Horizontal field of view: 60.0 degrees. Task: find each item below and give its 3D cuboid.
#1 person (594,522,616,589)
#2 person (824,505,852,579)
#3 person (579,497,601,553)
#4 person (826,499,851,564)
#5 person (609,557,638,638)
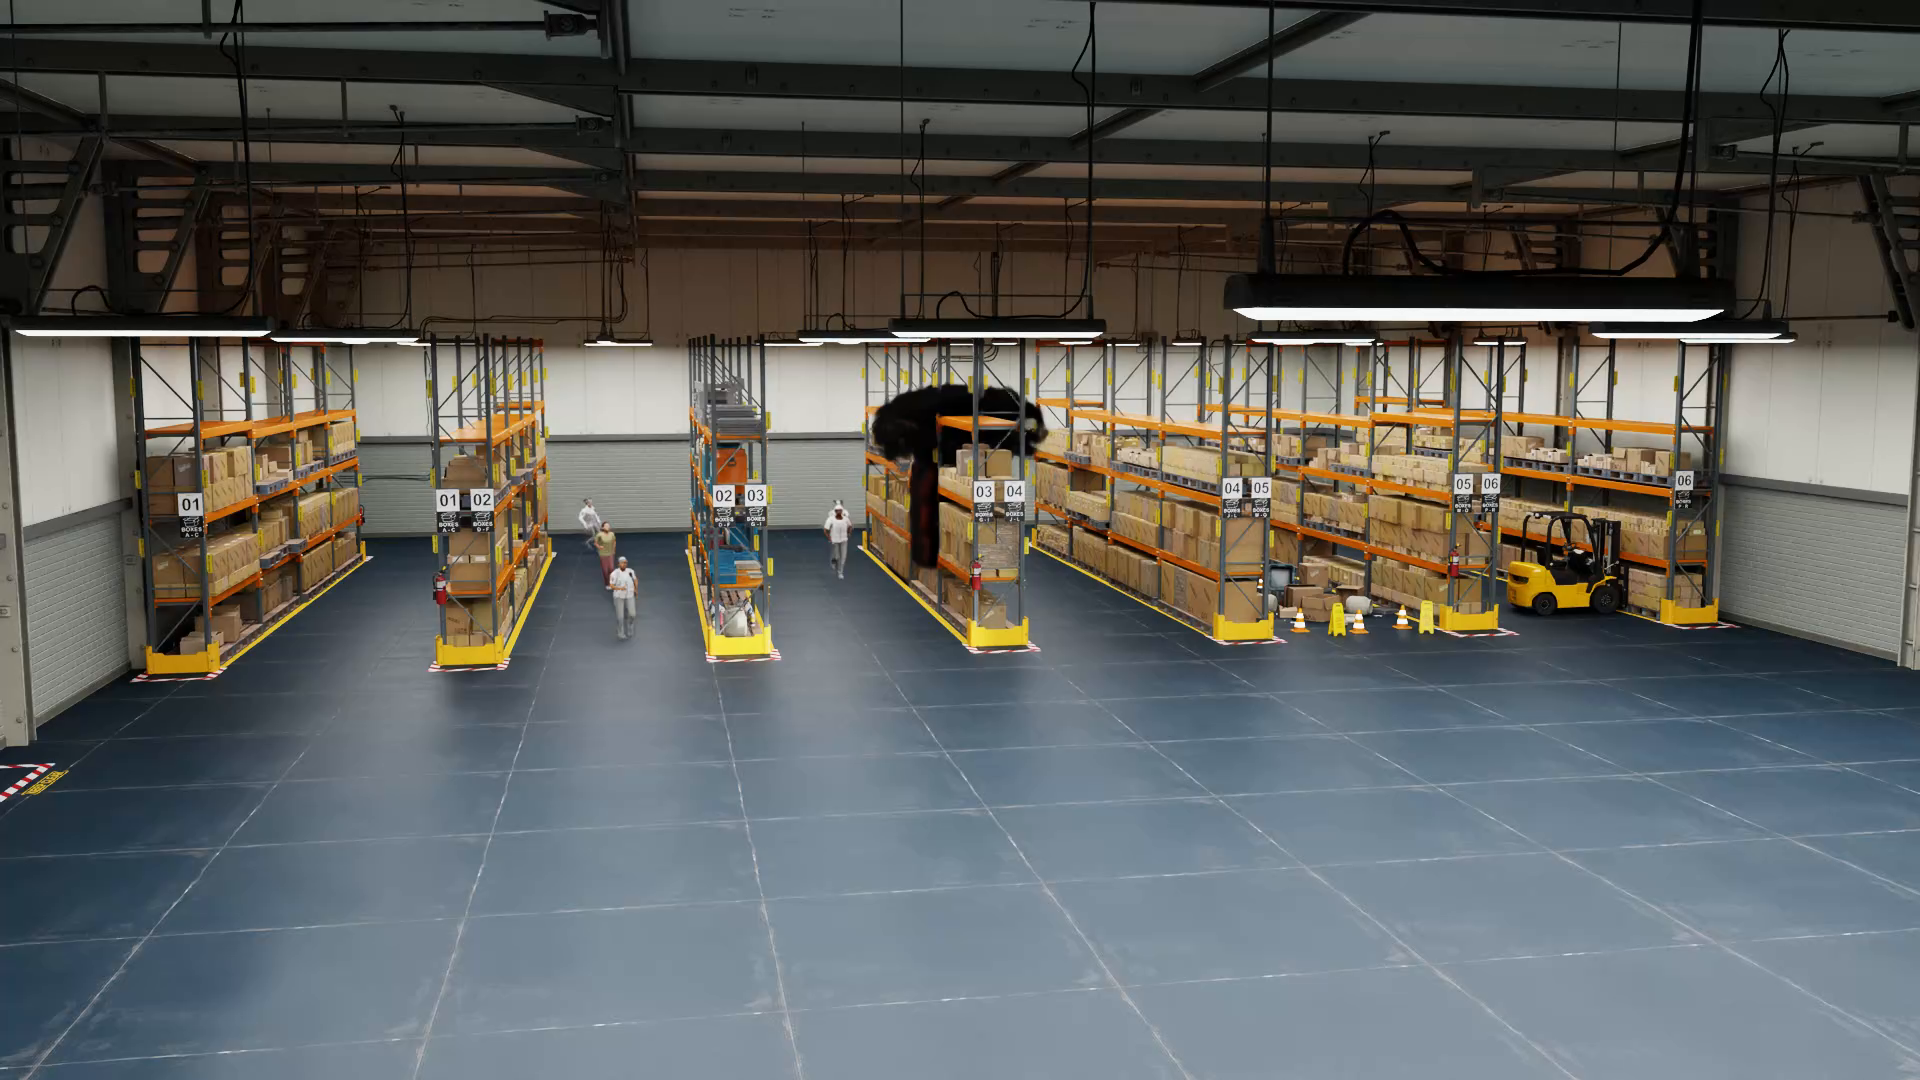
[{"bbox_3d":[-8.416,0.375,39.600,0.562,1.638,0.529,-3,7,-25],"label":"person"},{"bbox_3d":[-2.899,0.029,39.751,0.711,1.758,0.738,-2,7,-19],"label":"person"},{"bbox_3d":[-10.409,-0.409,46.718,0.531,1.604,0.688,4,8,33],"label":"person"},{"bbox_3d":[-3.232,-0.225,44.417,0.649,1.755,0.629,-1,7,-7],"label":"person"},{"bbox_3d":[-6.620,1.142,32.865,0.587,1.630,0.600,-3,7,-22],"label":"person"}]
